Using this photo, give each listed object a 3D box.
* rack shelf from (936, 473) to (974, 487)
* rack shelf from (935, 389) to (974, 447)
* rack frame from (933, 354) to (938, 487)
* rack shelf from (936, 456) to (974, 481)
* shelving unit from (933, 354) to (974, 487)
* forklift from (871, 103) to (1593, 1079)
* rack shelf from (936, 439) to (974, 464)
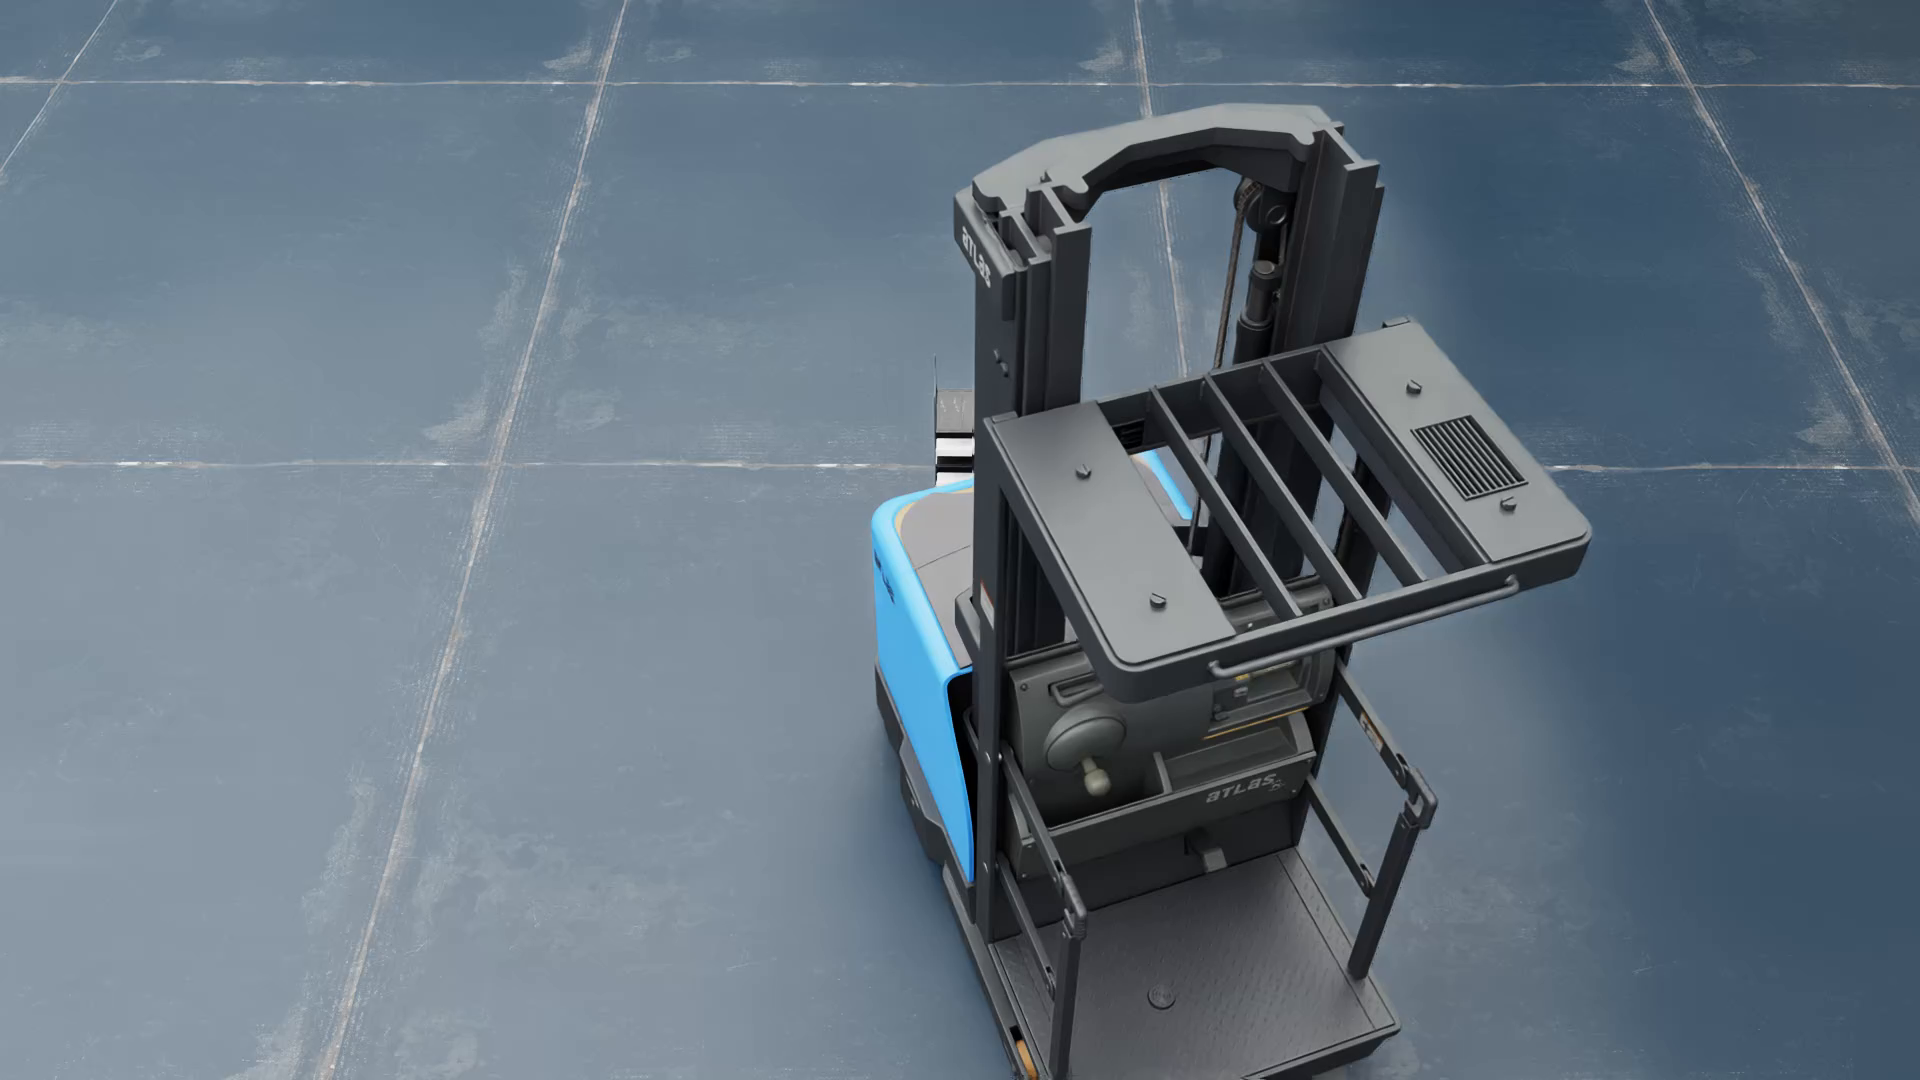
[{"bbox_3d":[0.008,-0.284,6.526,0.200,0.077,0.258,0,47,0],"label":"rack shelf"},{"bbox_3d":[0.008,-0.468,6.328,0.200,0.077,0.258,0,47,0],"label":"rack shelf"},{"bbox_3d":[-0.094,-0.307,6.502,0.006,0.900,0.240,0,47,0],"label":"rack frame"},{"bbox_3d":[0.008,-0.345,6.460,0.200,0.077,0.258,0,47,0],"label":"rack shelf"},{"bbox_3d":[0.008,-0.307,6.501,0.210,0.900,0.258,0,47,0],"label":"shelving unit"},{"bbox_3d":[0.663,0.509,4.354,1.130,2.935,3.031,-15,49,-13],"label":"forklift"},{"bbox_3d":[0.008,-0.406,6.394,0.200,0.077,0.258,0,47,0],"label":"rack shelf"}]
